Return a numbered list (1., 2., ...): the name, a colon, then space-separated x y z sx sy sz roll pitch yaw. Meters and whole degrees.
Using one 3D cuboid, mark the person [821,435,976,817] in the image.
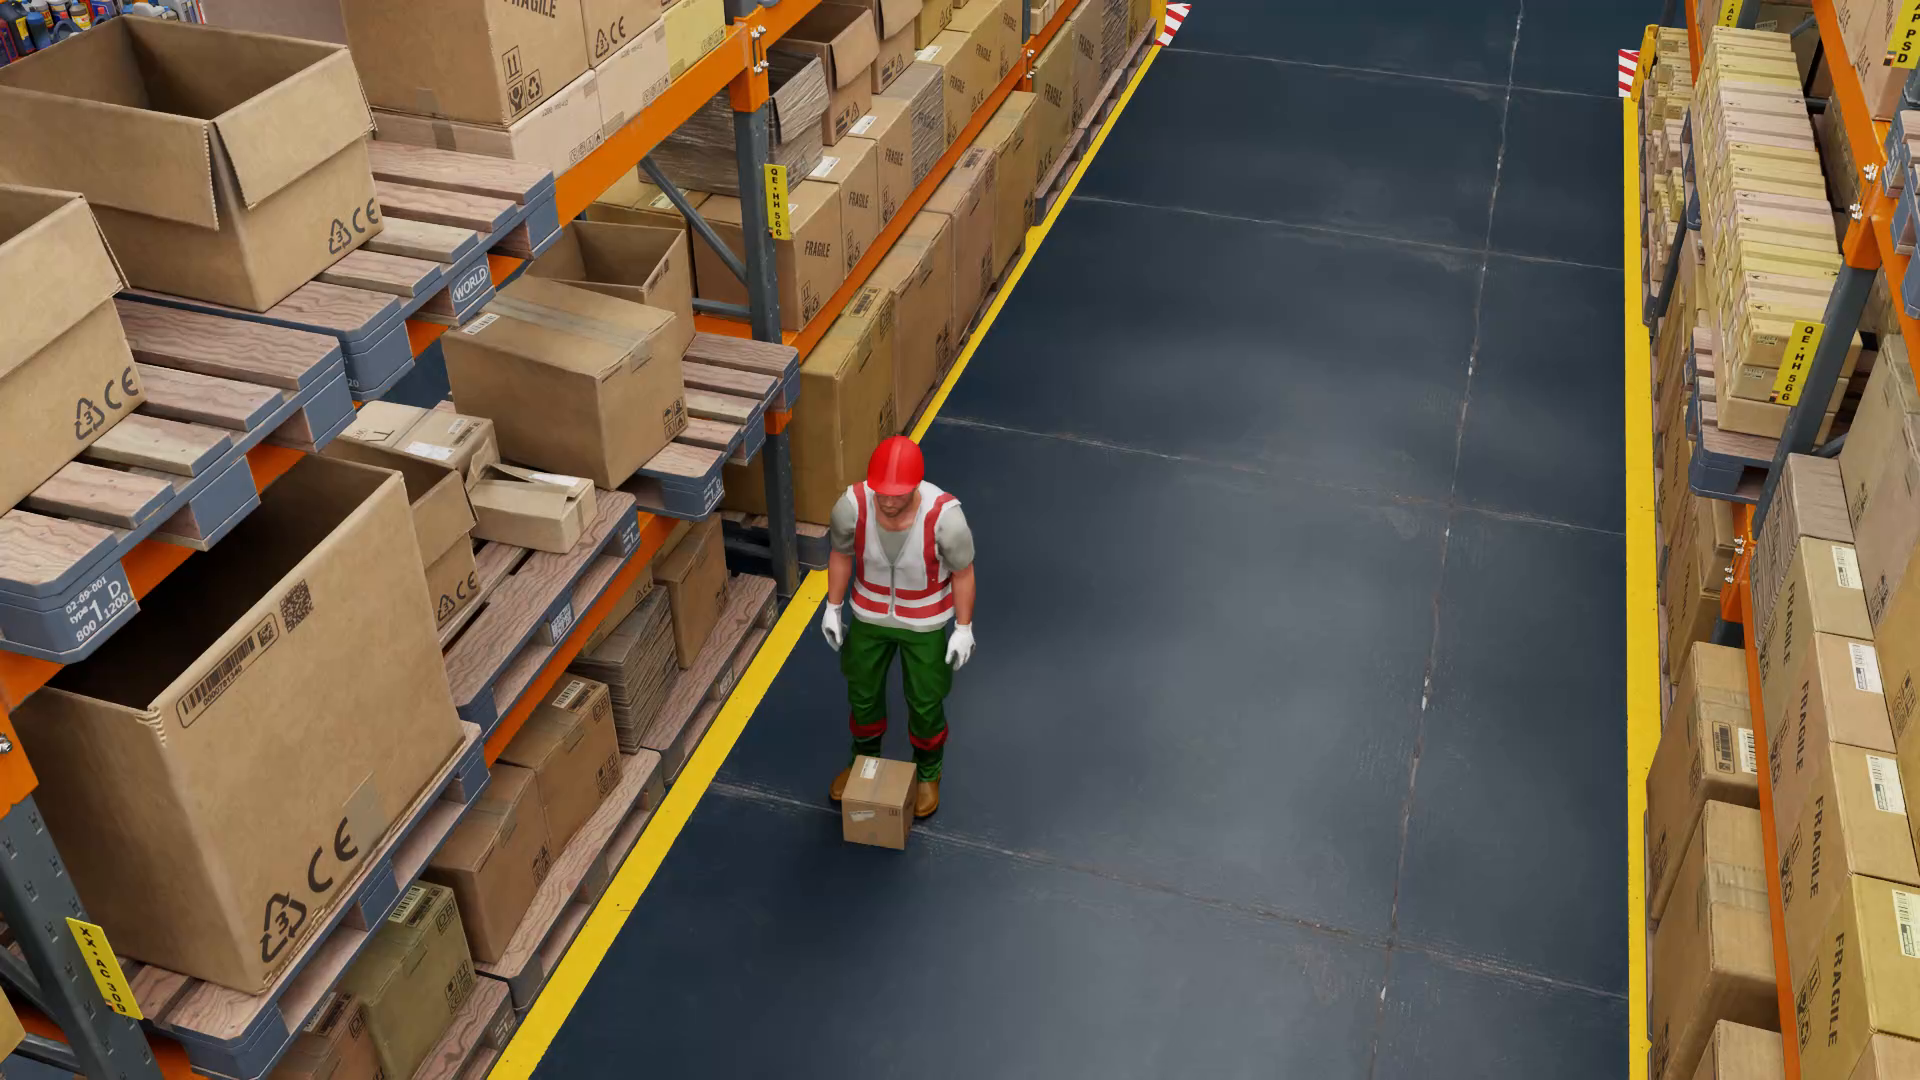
1. person: -0.240 0.324 6.446 0.614 1.778 0.452 8 38 11
